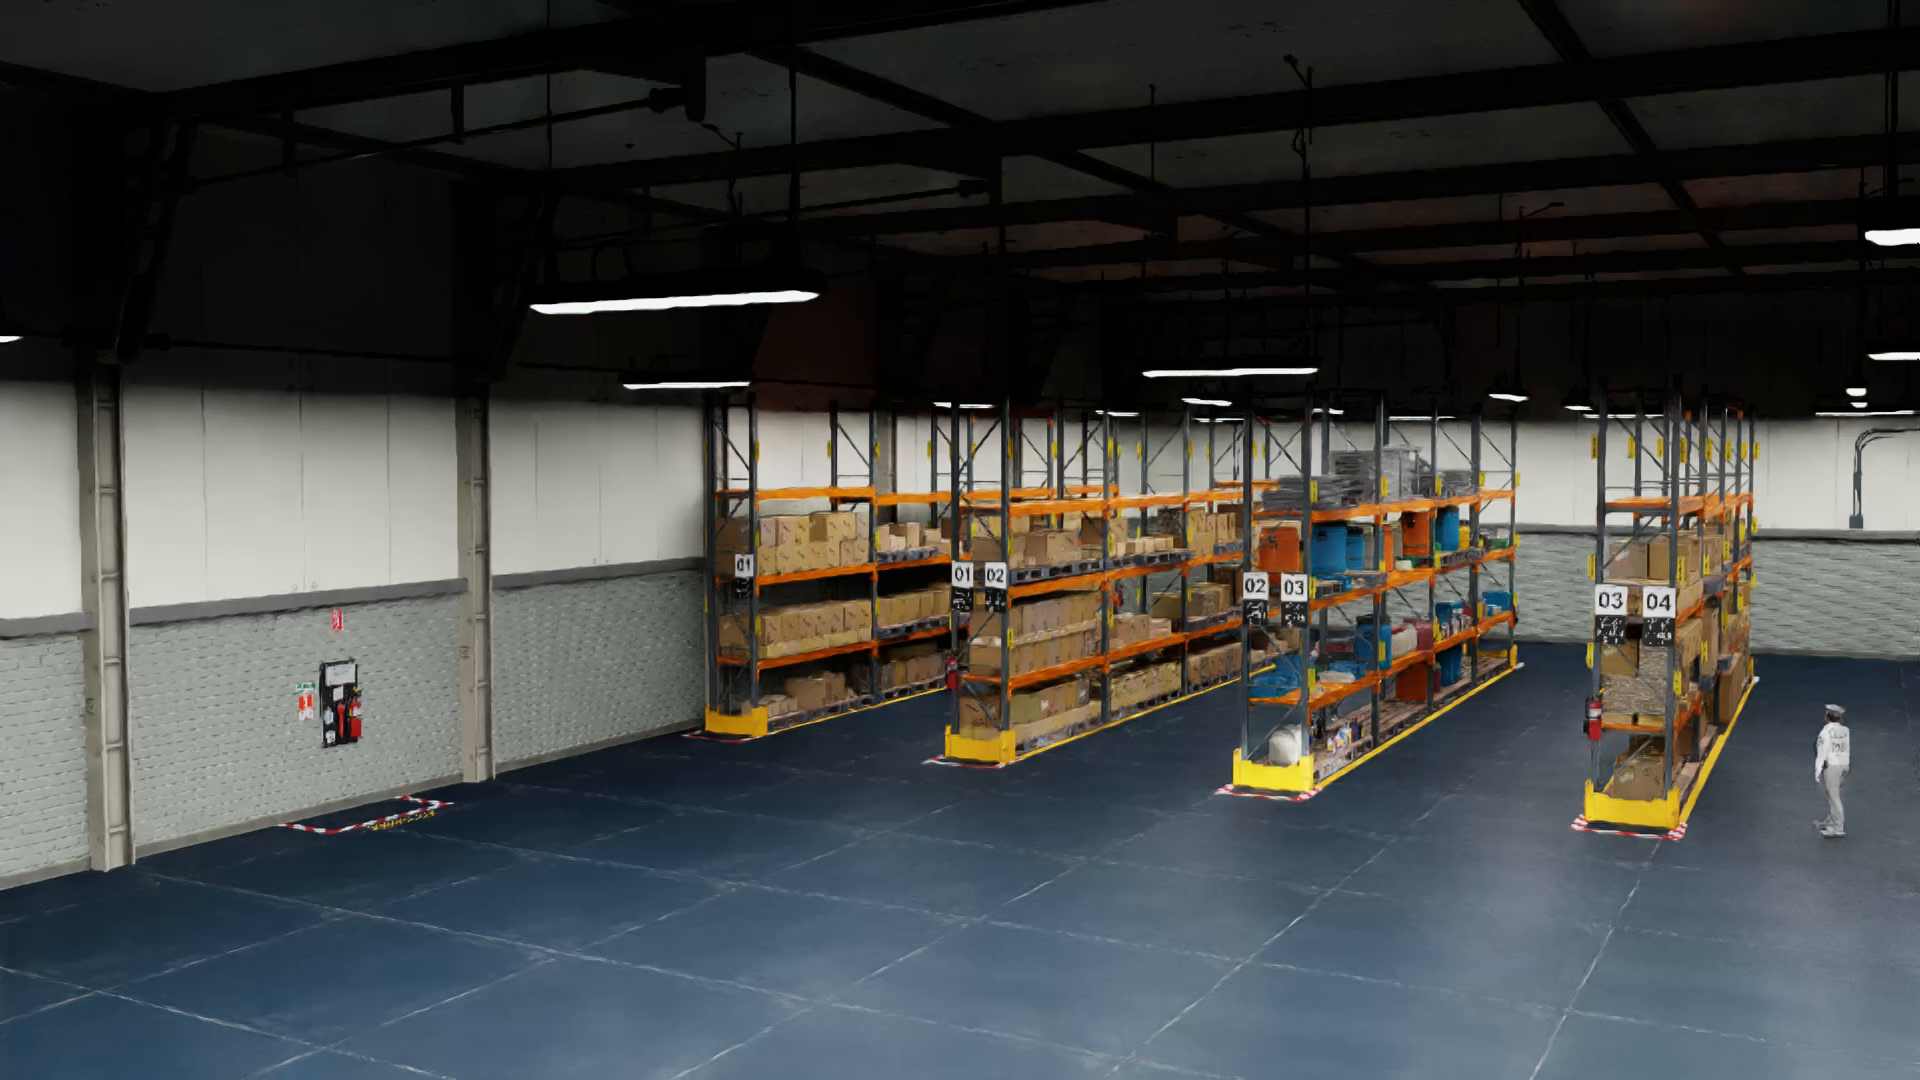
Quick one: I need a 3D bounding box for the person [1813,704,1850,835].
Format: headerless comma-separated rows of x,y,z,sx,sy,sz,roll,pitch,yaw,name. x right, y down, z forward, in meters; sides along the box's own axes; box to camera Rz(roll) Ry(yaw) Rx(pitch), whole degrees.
11.372,2.980,21.722,0.573,1.665,0.526,-2,4,-31,person

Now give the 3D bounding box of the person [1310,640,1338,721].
6.614,2.582,30.272,0.849,1.543,0.437,-3,4,-45,person
